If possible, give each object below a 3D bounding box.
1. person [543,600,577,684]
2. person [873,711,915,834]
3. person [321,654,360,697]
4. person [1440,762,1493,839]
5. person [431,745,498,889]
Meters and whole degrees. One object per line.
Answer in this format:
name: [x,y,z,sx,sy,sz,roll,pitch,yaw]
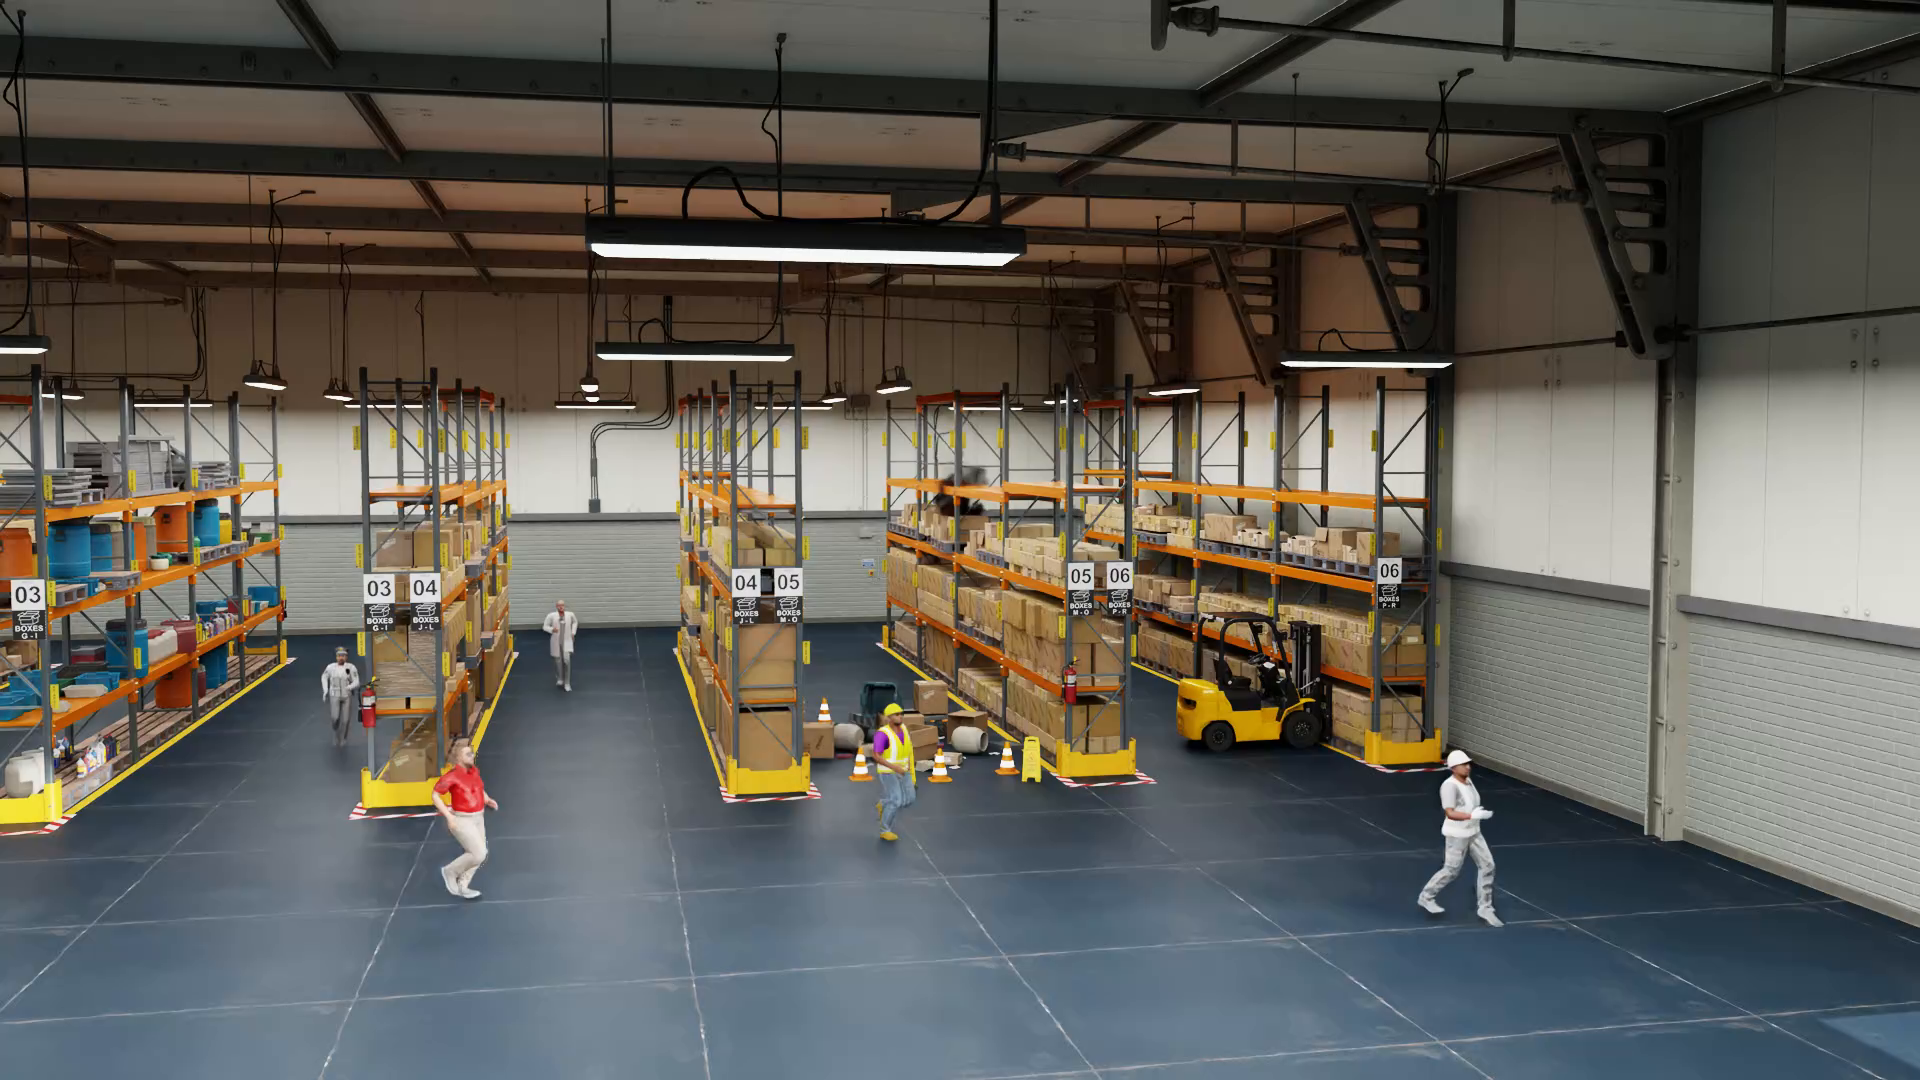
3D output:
person: [-8.065,2.042,33.555,0.684,1.676,0.829,-1,4,-14]
person: [-0.797,2.918,20.874,0.597,1.574,0.728,3,4,39]
person: [-10.073,2.164,27.008,0.569,0.765,0.420,-1,4,-20]
person: [5.253,2.657,17.271,0.662,0.846,0.689,3,5,43]
person: [-11.414,2.130,19.625,13.103,3.236,1.315,1,4,17]
